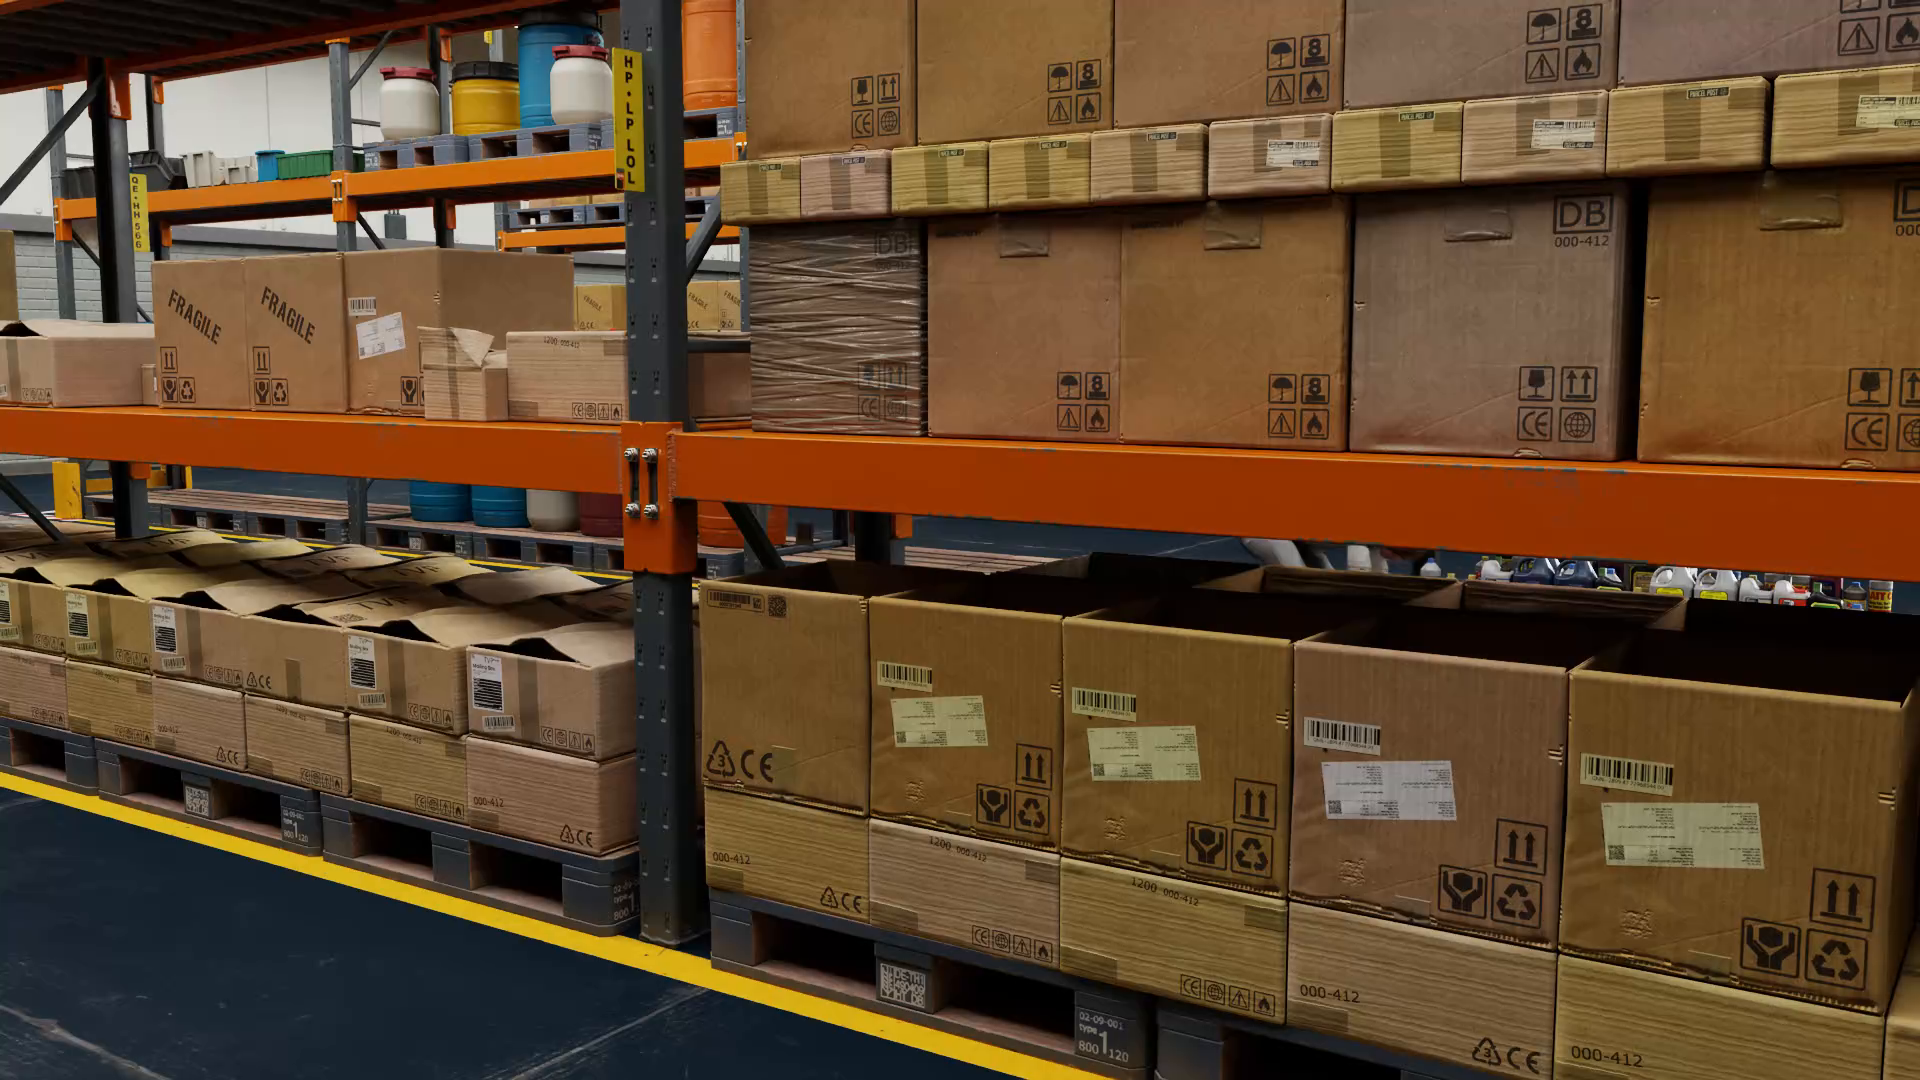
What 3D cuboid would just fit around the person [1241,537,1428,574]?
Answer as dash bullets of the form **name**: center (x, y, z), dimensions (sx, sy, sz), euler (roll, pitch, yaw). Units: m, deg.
- **person**: center (1.618, 0.207, 7.252), dimensions (0.866, 0.947, 0.412), euler (4, 8, 31)
